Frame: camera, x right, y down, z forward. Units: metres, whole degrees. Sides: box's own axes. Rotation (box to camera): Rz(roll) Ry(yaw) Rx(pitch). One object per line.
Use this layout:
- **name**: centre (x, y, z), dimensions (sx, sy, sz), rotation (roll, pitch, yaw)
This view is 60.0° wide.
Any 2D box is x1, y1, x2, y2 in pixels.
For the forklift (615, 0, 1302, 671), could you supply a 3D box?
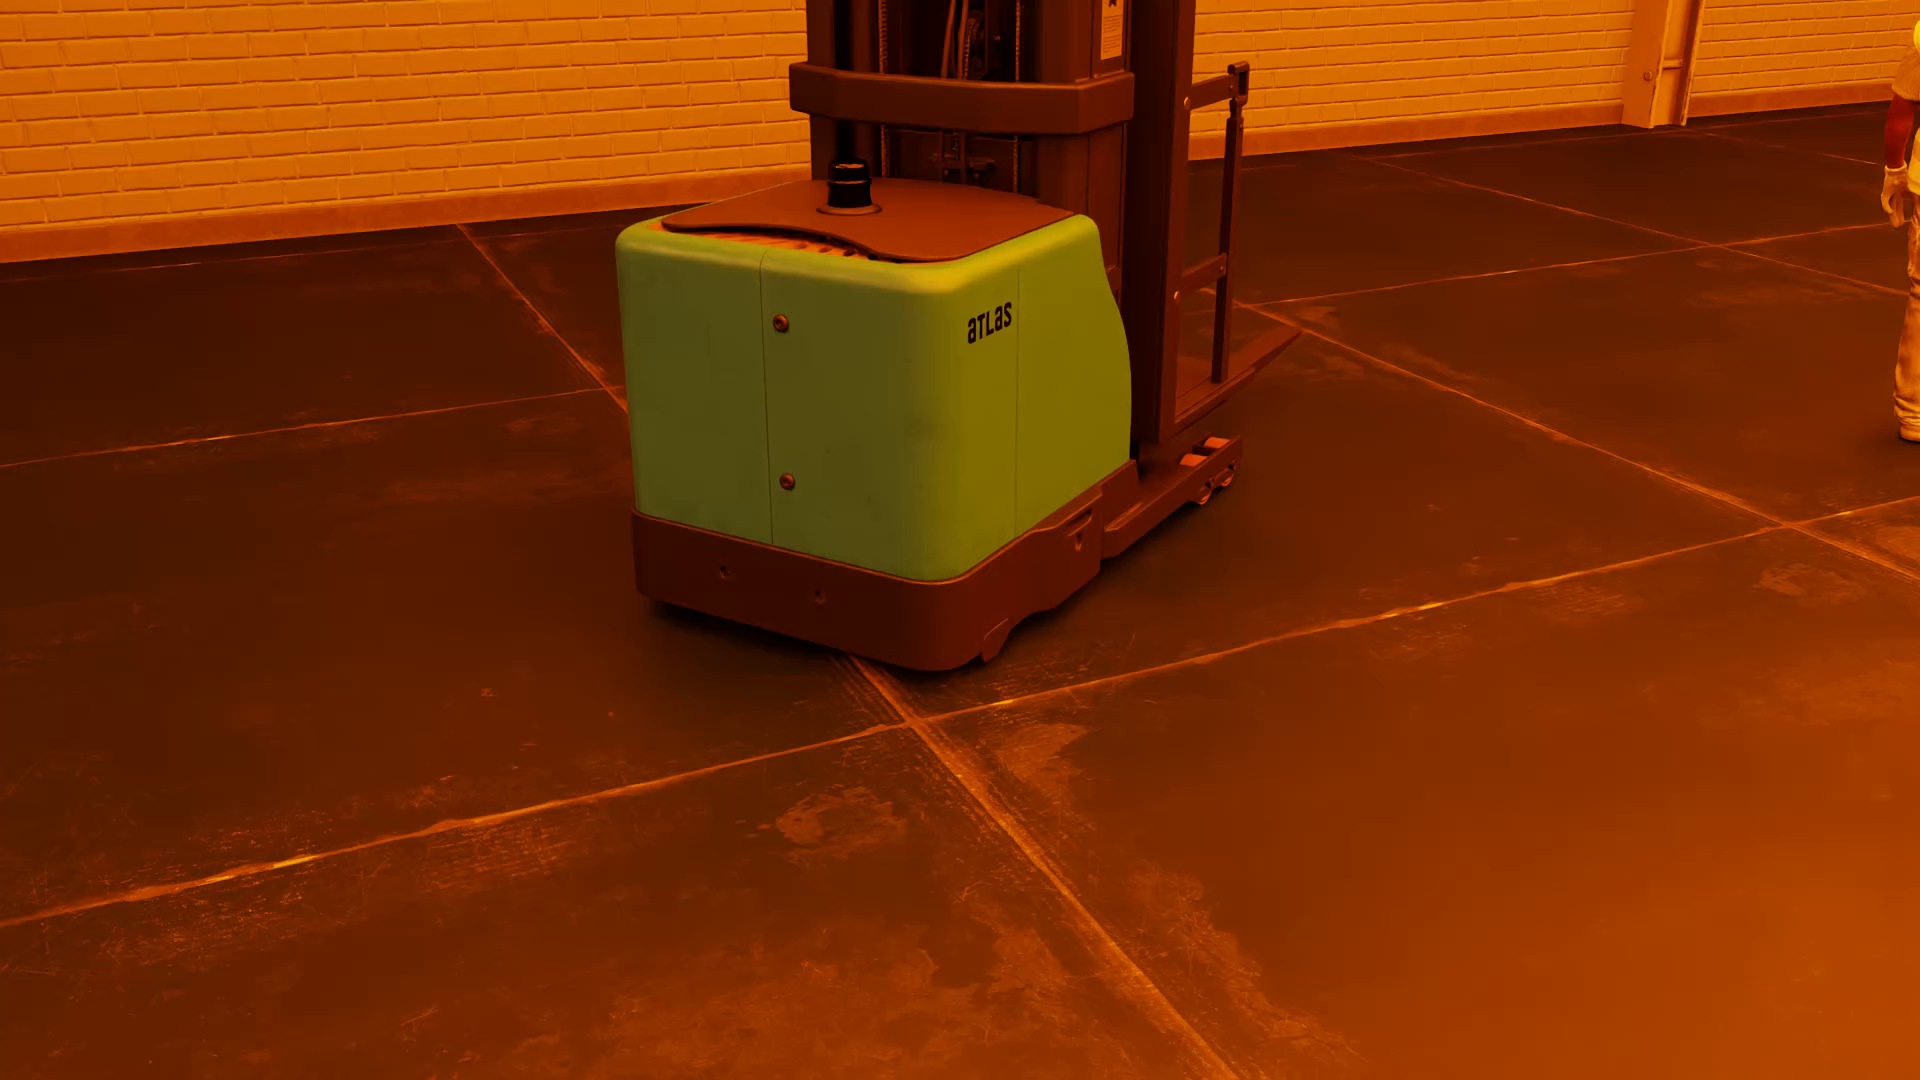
- **forklift**: centre (0.285, -1.547, 5.010), dimensions (1.130, 2.935, 3.031), rotation (13, 26, 28)

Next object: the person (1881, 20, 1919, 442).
- **person**: centre (3.504, -1.204, 5.661), dimensions (0.577, 1.781, 0.656), rotation (-16, 28, -34)
